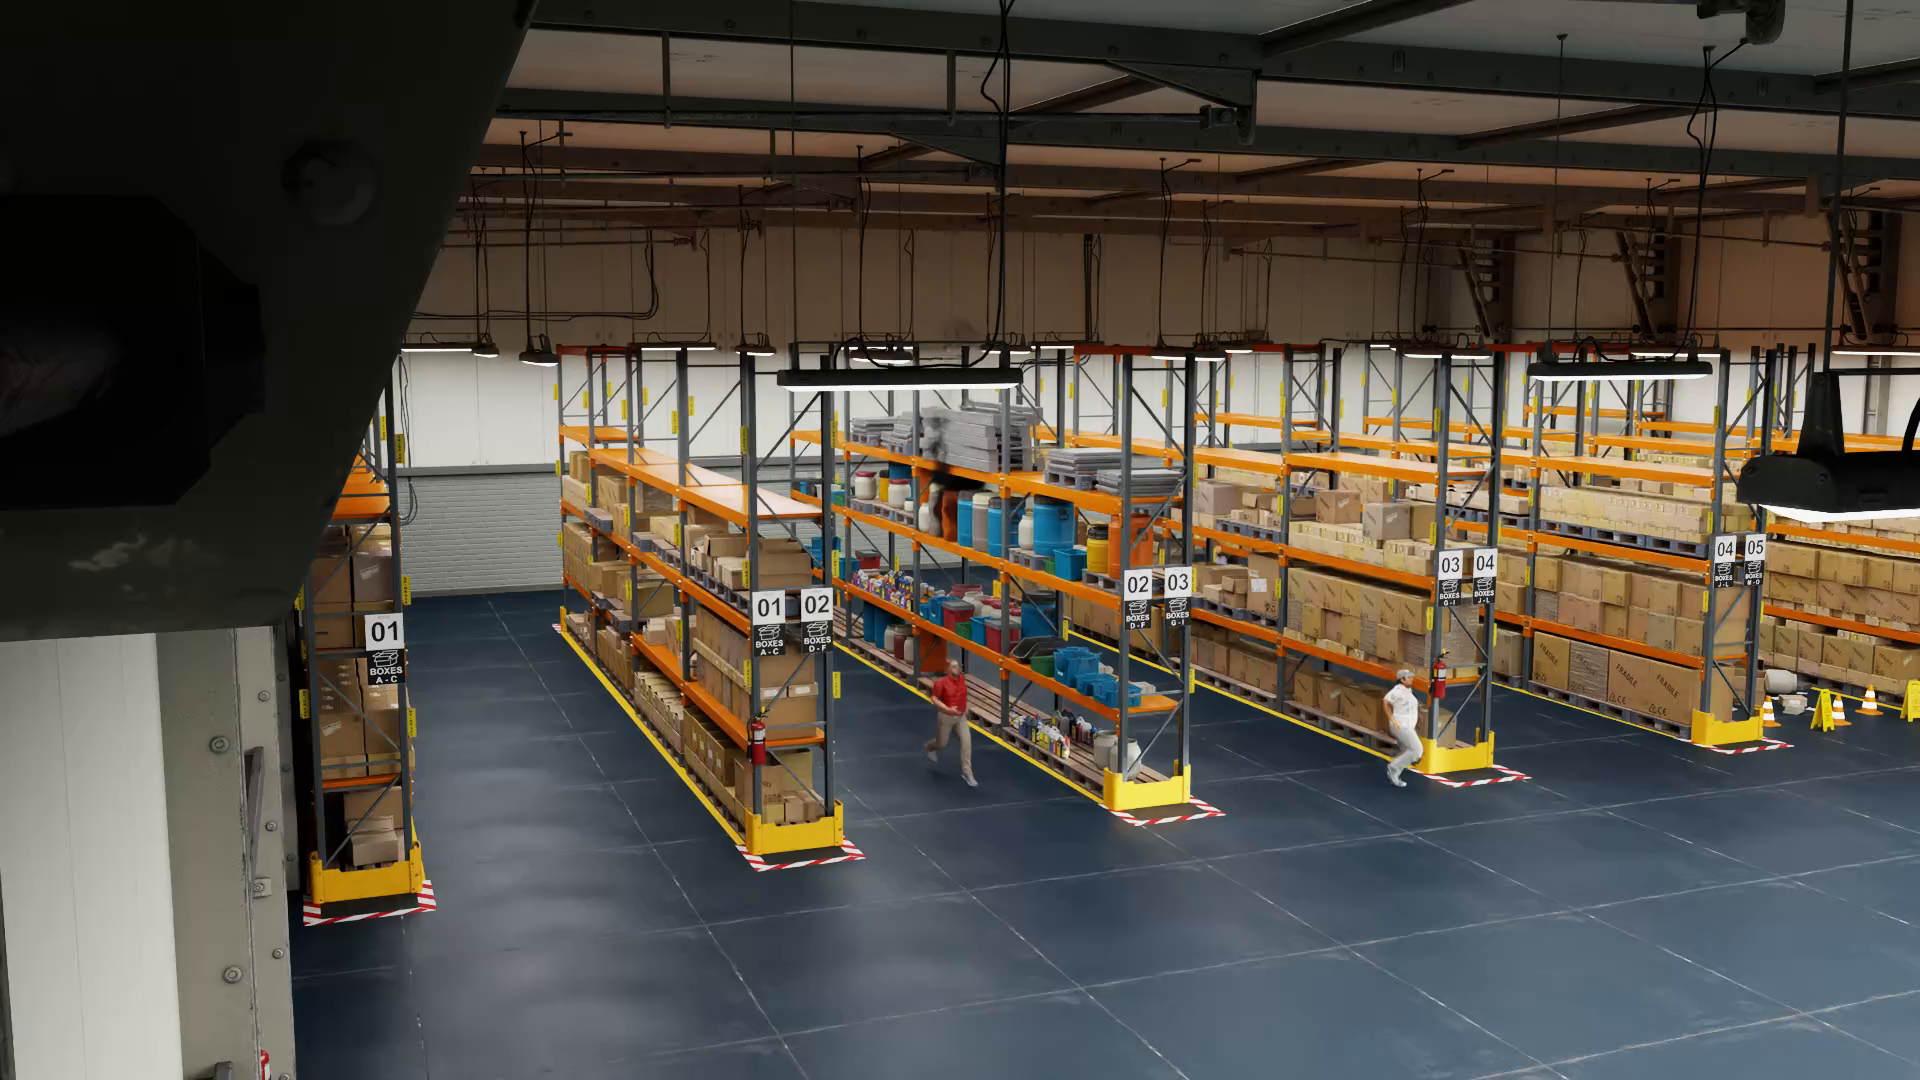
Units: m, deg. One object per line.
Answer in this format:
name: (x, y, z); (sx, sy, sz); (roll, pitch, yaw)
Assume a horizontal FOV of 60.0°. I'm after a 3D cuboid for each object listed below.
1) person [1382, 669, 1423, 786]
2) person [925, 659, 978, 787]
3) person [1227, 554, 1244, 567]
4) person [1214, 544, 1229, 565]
person: (6.196, 2.603, 23.133); (0.555, 1.615, 0.638); (3, 8, 24)
person: (-0.144, 2.533, 23.422); (0.631, 1.739, 1.138); (-4, 8, -29)
person: (6.856, 0.251, 41.310); (0.813, 1.719, 0.671); (3, 8, 25)
person: (5.679, 0.897, 36.678); (0.616, 1.606, 0.550); (-3, 8, -22)
